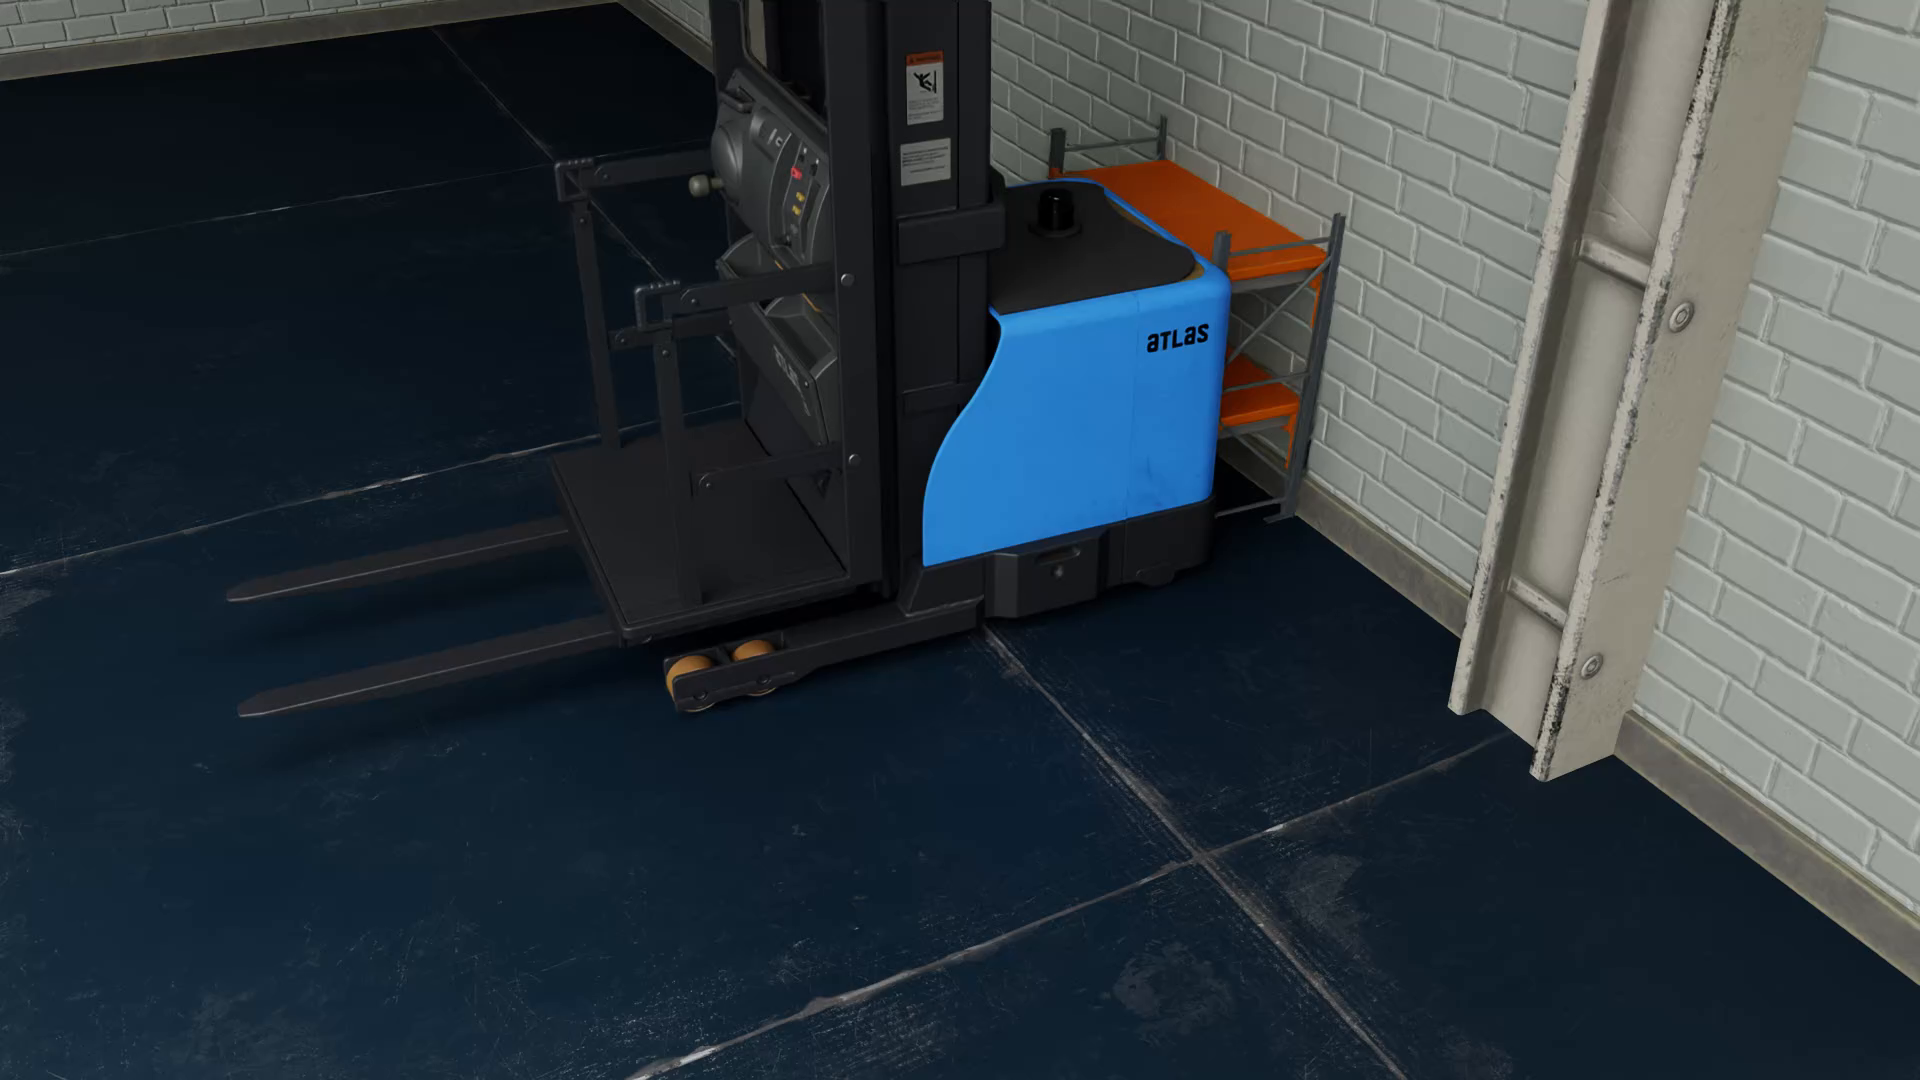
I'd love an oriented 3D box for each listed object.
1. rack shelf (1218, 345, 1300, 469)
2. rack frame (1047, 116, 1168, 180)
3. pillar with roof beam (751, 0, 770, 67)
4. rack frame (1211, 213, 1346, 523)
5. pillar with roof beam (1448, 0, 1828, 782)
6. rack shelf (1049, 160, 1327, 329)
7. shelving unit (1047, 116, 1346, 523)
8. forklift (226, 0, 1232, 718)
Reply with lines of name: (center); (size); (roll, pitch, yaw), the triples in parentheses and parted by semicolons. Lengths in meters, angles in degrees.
rack shelf: (0.740, -0.558, 6.002); (0.538, 0.278, 1.000); (-13, 36, -24)
rack frame: (0.523, -1.017, 6.249); (0.500, 1.125, 0.032); (-13, 36, -24)
pillar with roof beam: (-4.922, -5.019, 5.243); (9.100, 9.000, 0.400); (-16, 36, -23)
rack frame: (0.982, -0.514, 5.494); (0.500, 1.125, 0.032); (-13, 36, -24)
pillar with roof beam: (-2.124, -2.156, 0.773); (9.100, 9.000, 0.400); (-16, 36, -23)
rack shelf: (0.768, -1.013, 5.716); (0.538, 0.278, 1.000); (-13, 36, -24)
shelving unit: (0.752, -0.765, 5.872); (0.538, 1.125, 1.048); (-13, 36, -24)
forklift: (-0.726, -1.047, 4.667); (3.031, 2.935, 1.130); (-13, 35, -19)
